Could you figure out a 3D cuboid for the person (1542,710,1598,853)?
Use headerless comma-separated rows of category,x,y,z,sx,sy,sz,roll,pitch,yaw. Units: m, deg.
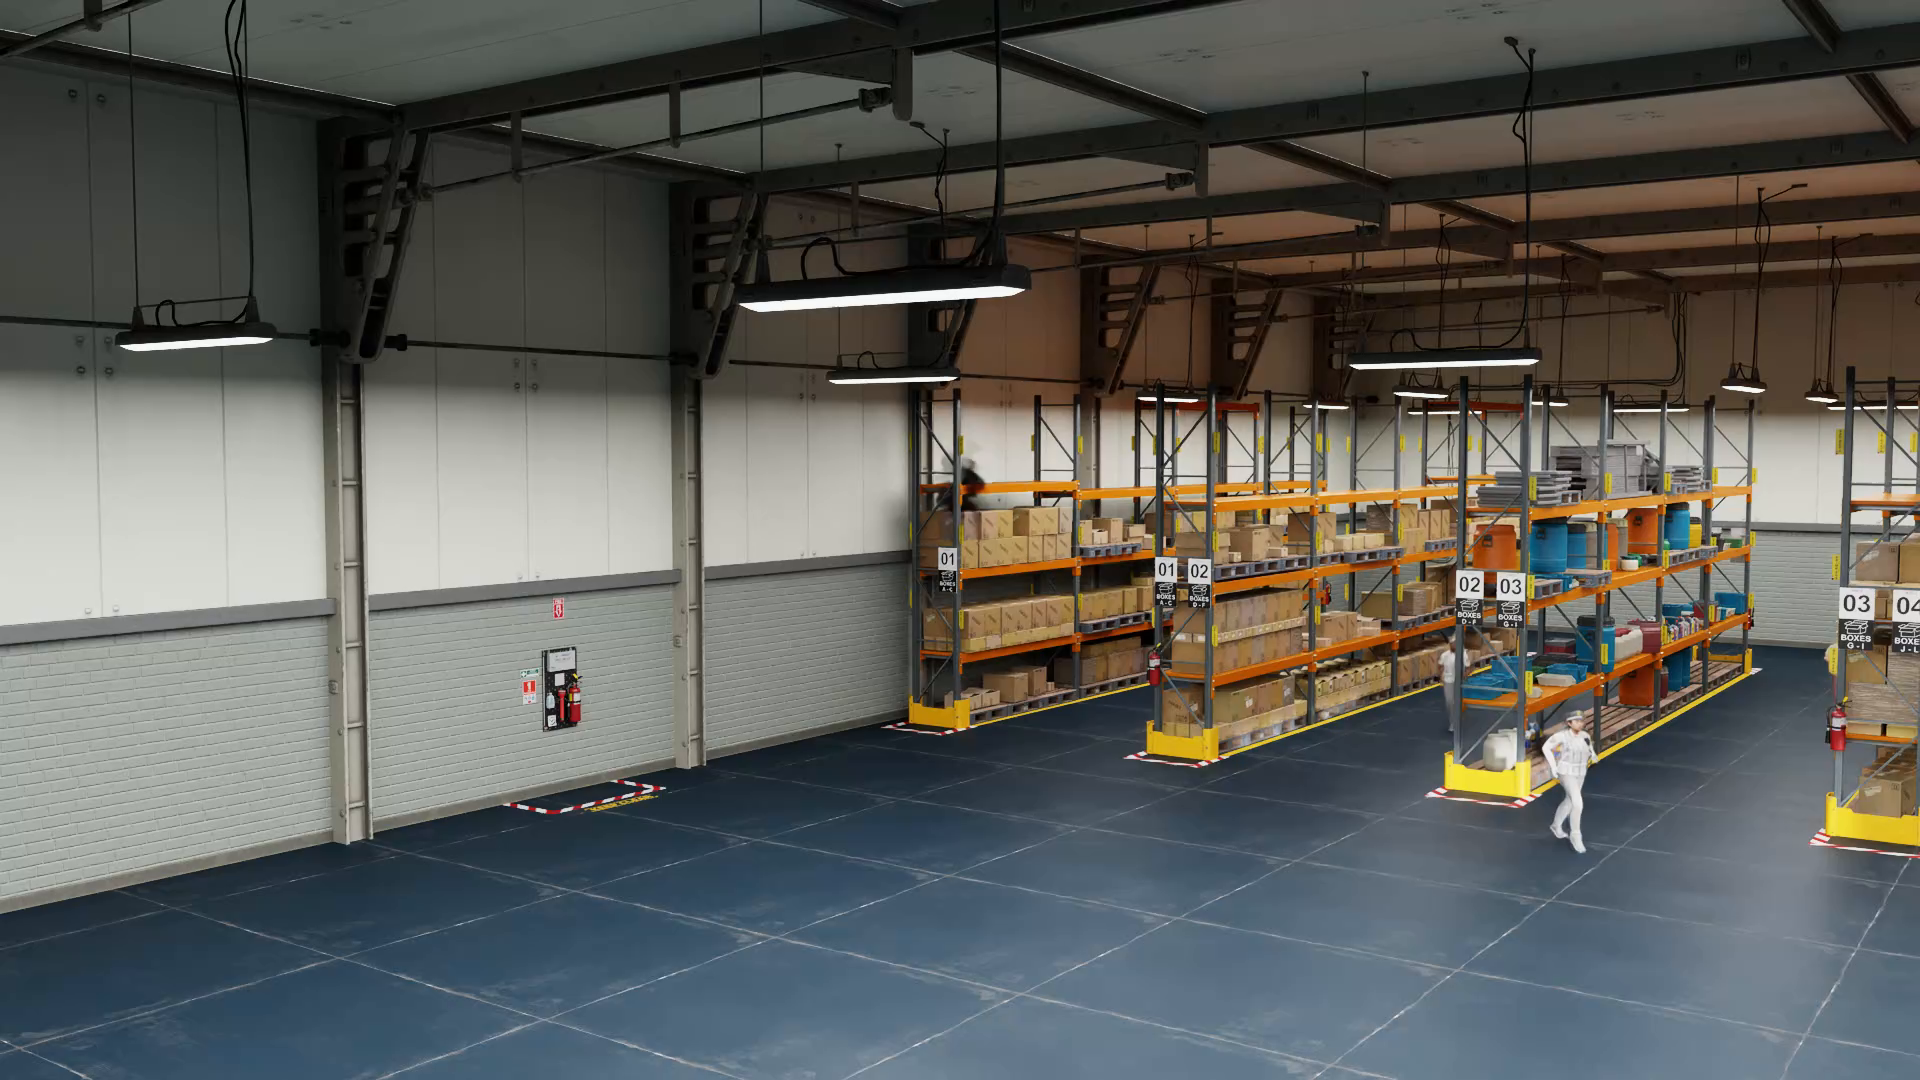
person,7.644,2.965,20.767,0.596,1.738,0.768,-1,4,-22

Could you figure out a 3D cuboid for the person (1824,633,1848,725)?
person,15.801,2.455,29.806,0.576,1.721,0.831,2,4,31

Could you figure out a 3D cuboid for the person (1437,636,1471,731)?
person,8.685,2.502,29.273,0.581,1.672,0.601,2,4,25
